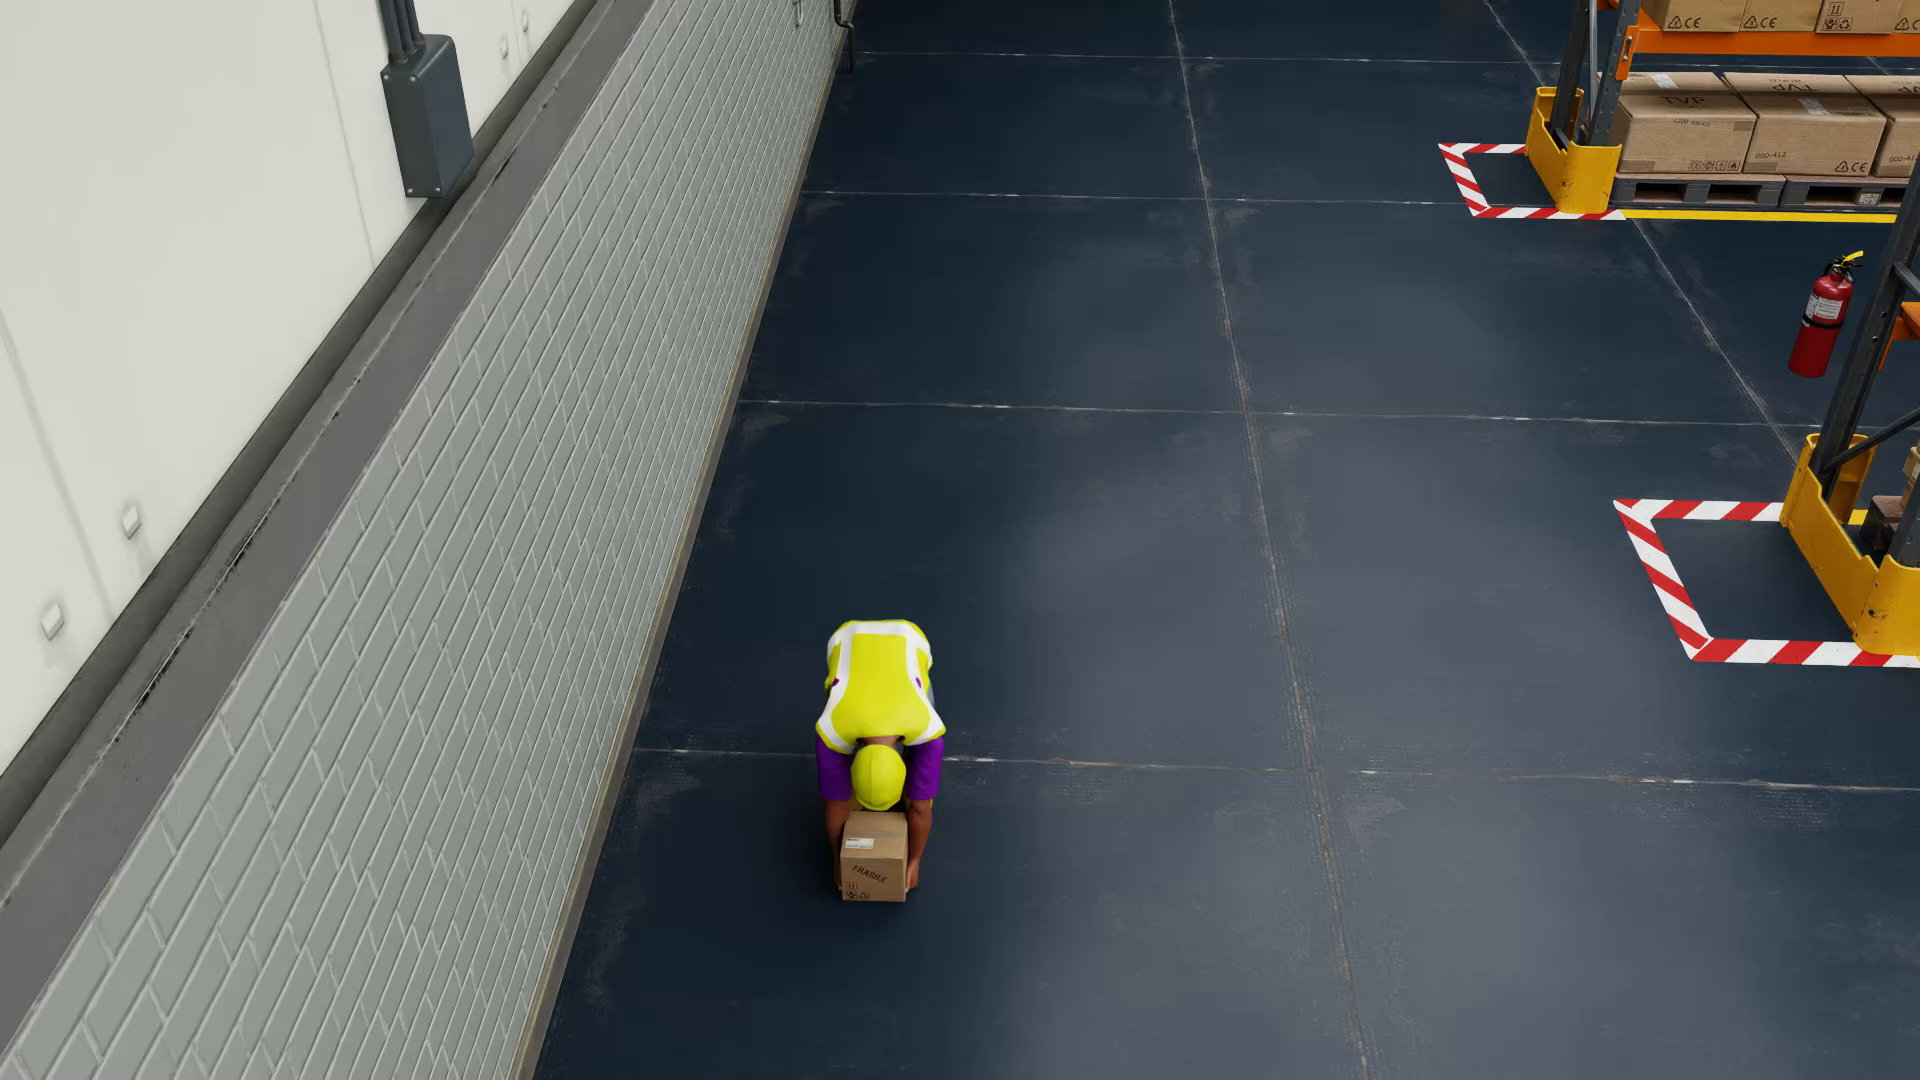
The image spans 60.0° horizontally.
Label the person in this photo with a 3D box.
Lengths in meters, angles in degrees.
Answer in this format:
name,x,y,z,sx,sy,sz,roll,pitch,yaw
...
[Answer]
name,x,y,z,sx,sy,sz,roll,pitch,yaw
person,-0.315,0.852,6.711,0.516,0.863,0.980,0,35,0
